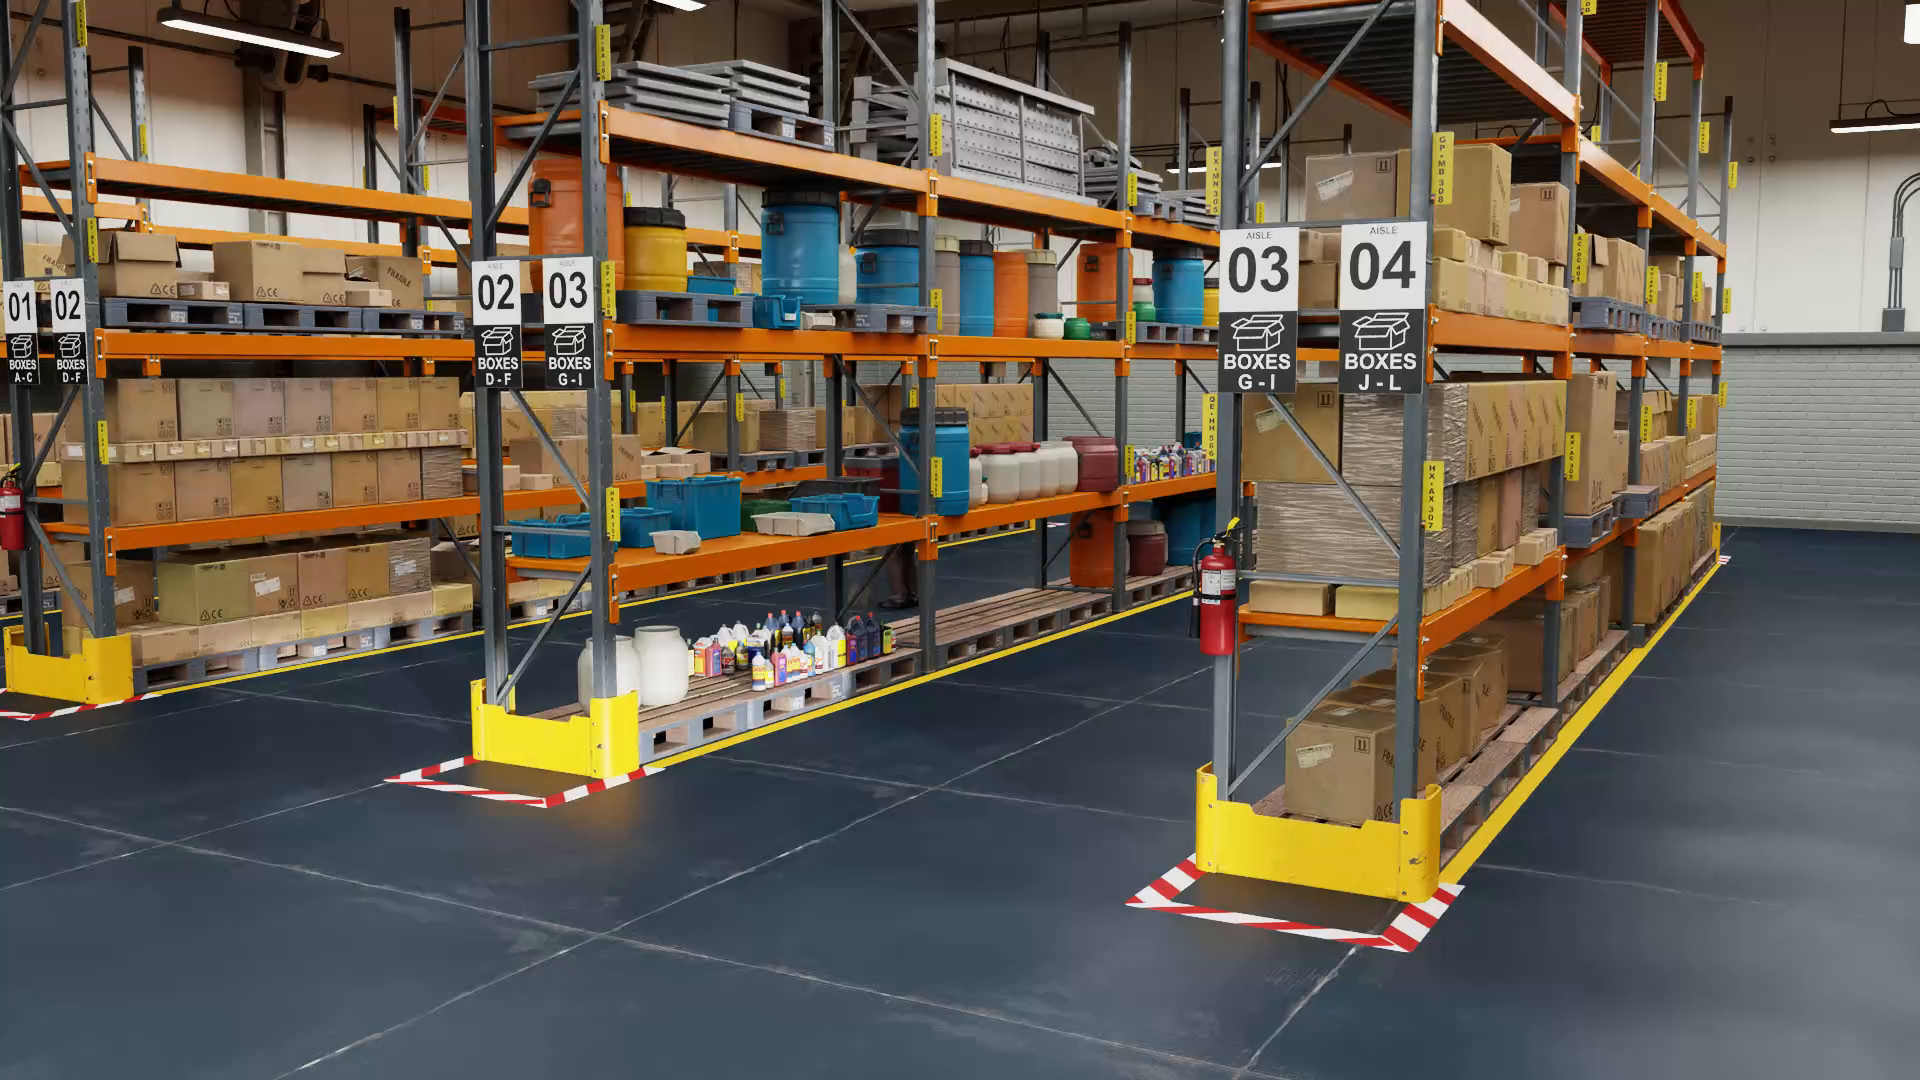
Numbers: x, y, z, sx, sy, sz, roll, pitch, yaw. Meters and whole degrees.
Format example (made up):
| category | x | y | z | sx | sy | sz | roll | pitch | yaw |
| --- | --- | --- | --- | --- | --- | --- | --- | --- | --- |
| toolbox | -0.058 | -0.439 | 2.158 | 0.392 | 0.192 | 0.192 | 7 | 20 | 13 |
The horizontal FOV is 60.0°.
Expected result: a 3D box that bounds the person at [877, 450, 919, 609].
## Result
| category | x | y | z | sx | sy | sz | roll | pitch | yaw |
| --- | --- | --- | --- | --- | --- | --- | --- | --- | --- |
| person | -0.682 | -0.143 | 17.675 | 0.552 | 1.720 | 0.502 | 3 | 7 | 28 |
